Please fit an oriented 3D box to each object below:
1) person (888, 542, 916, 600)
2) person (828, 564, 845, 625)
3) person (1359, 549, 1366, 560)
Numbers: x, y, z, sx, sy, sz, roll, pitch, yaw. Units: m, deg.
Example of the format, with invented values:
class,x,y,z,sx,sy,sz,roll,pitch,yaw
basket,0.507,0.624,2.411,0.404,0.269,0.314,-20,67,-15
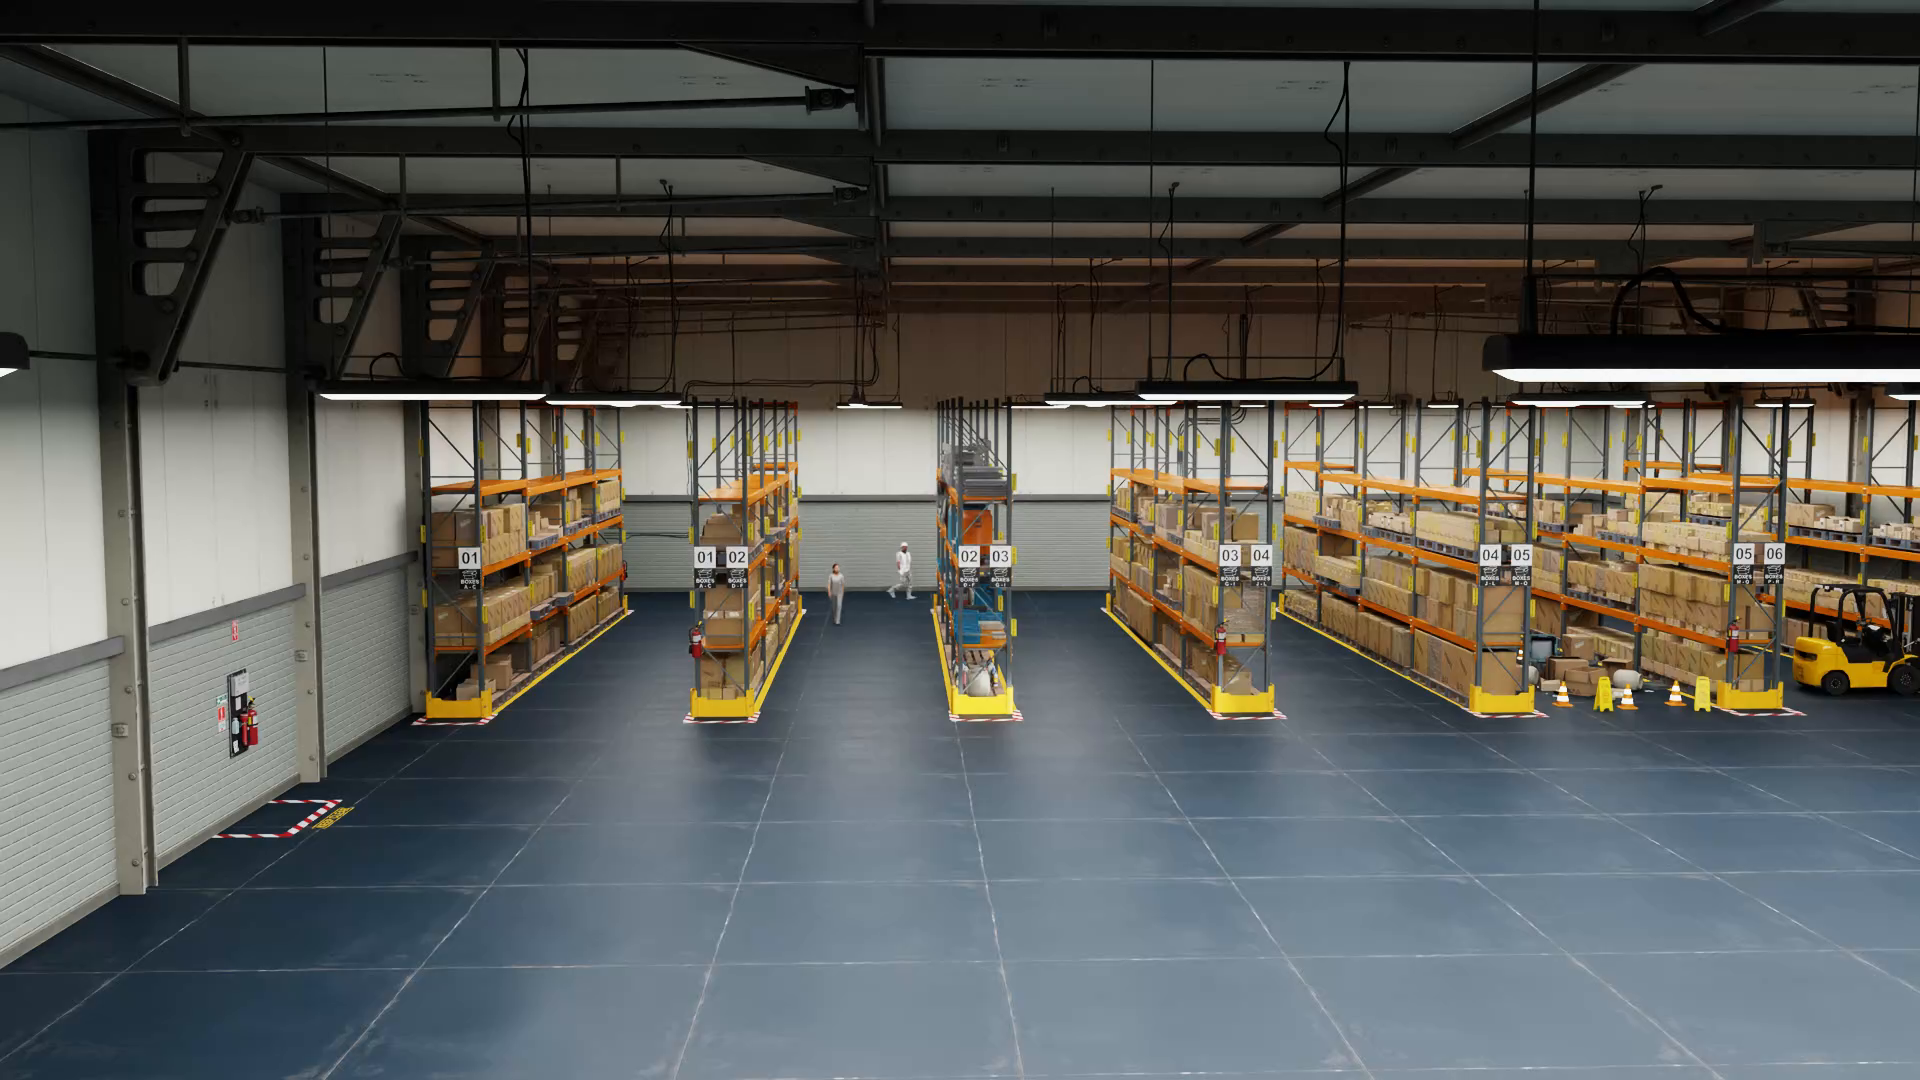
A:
class,x,y,z,sx,sy,sz,roll,pitch,yaw
person,-1.736,0.942,50.545,0.843,1.749,0.590,1,5,16
person,-3.340,1.452,44.733,0.442,1.624,1.004,0,4,3
person,11.726,1.083,48.869,1.053,1.747,0.667,0,4,-3
